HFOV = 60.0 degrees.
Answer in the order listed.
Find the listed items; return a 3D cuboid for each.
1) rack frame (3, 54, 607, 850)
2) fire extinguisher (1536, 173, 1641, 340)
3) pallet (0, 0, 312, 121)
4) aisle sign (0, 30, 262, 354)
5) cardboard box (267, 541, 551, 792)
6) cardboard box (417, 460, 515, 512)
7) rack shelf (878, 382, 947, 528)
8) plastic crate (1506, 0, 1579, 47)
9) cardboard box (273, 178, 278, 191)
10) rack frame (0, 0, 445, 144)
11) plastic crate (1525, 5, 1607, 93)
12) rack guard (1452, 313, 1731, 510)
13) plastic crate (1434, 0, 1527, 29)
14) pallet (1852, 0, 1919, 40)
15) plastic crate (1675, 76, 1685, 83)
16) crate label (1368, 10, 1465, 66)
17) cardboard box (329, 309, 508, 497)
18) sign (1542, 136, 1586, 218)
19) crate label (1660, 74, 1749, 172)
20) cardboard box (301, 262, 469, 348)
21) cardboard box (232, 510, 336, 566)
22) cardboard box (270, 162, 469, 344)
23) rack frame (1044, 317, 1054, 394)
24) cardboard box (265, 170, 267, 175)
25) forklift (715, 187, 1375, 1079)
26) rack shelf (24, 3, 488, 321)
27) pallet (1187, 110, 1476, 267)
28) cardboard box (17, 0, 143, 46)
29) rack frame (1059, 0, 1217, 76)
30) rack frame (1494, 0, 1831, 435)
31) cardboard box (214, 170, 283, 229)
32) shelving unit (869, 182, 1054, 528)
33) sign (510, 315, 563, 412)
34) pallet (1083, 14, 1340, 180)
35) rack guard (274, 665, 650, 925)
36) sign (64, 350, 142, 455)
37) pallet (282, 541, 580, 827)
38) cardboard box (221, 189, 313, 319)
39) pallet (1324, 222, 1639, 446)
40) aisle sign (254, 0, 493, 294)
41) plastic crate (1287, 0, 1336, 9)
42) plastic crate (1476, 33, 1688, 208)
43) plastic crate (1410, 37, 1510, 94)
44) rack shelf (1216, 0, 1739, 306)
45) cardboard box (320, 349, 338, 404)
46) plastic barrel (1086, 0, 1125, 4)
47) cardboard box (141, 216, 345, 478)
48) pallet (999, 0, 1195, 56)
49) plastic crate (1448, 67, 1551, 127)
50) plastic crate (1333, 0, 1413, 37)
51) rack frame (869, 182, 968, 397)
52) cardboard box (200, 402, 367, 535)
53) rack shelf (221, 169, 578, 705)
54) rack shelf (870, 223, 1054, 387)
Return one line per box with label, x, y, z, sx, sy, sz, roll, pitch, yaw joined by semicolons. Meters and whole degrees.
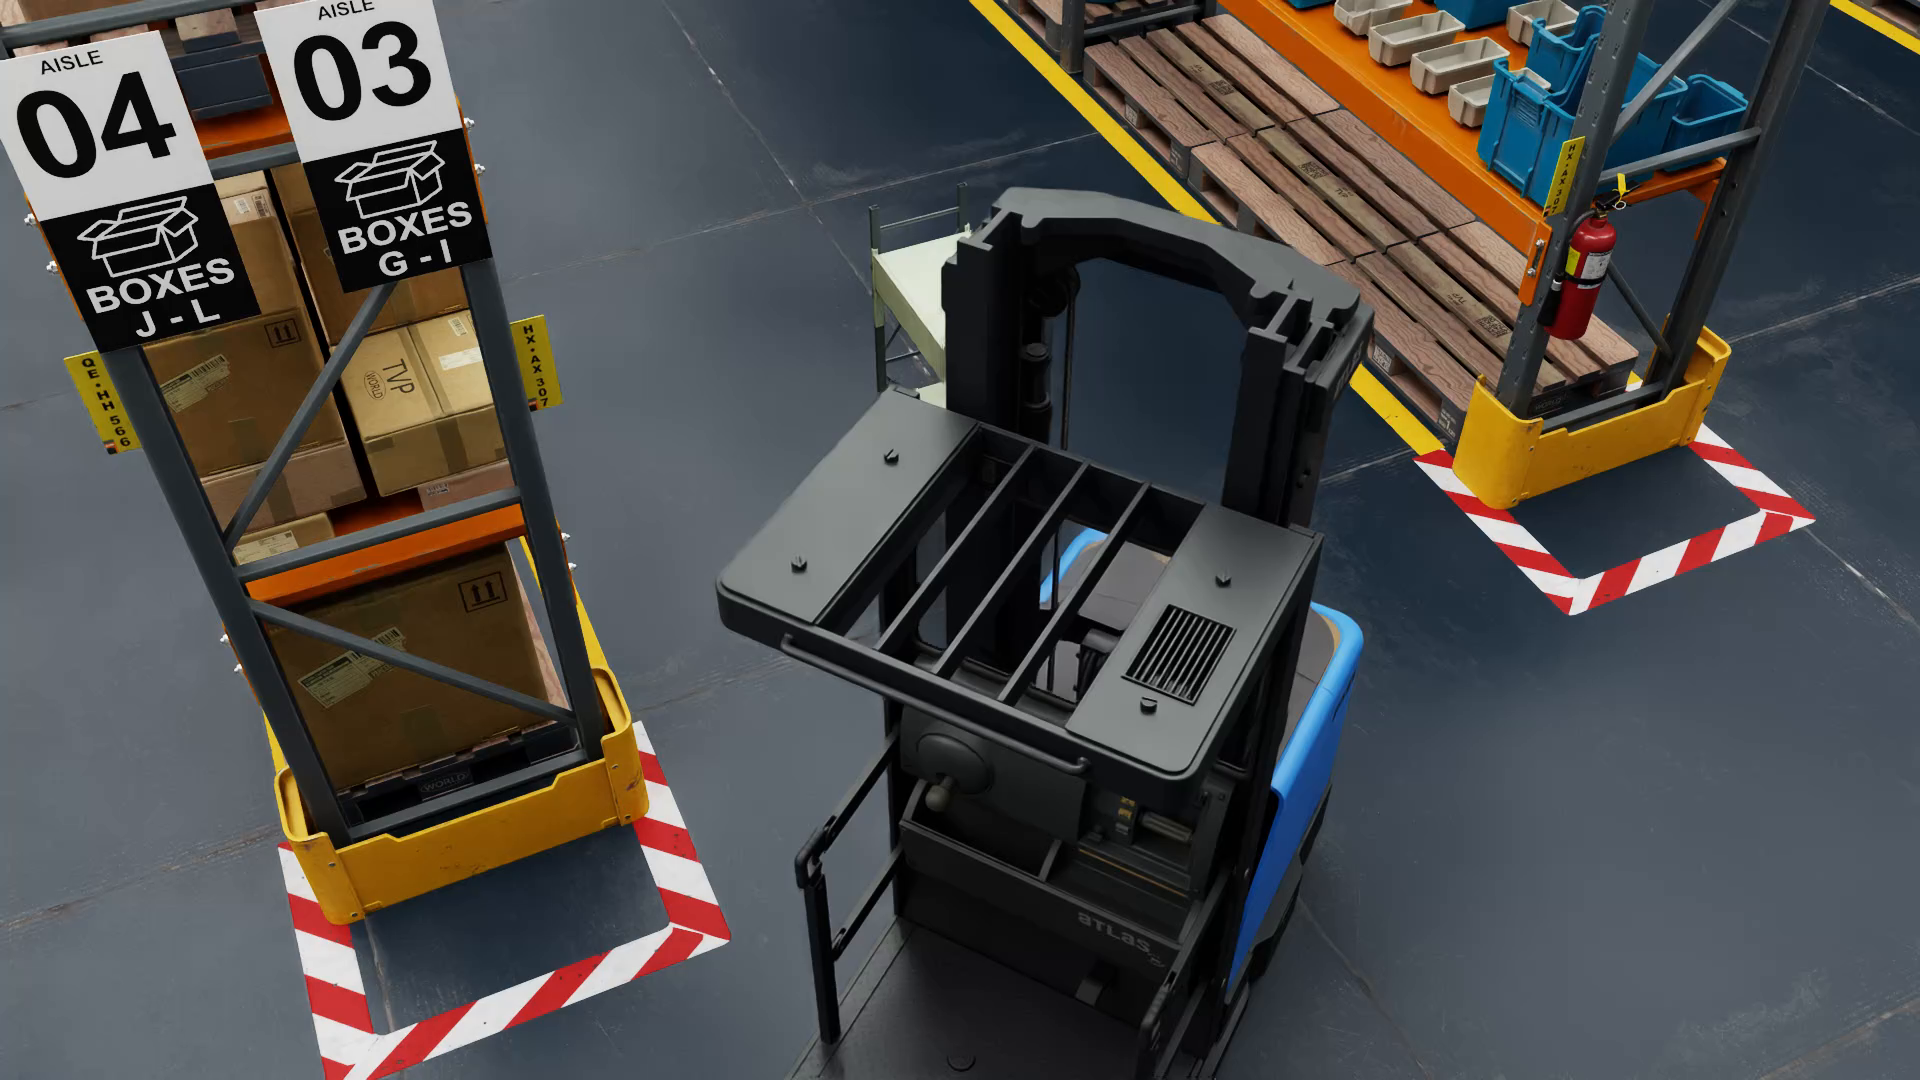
rack frame;-1.734;-0.013;4.997;1.000;3.000;0.127;-18;47;-17
fire extinguisher;2.411;-1.086;6.404;0.296;0.674;0.183;-18;47;-17
pallet;-2.056;-1.519;4.450;1.003;0.211;1.213;-18;47;-17
aisle sign;-1.976;-0.804;3.947;0.394;0.787;0.004;-18;47;-17
cardboard box;-2.076;0.209;5.985;0.875;0.875;0.875;-18;47;-17
cardboard box;-1.584;-0.248;5.413;0.380;0.149;0.250;-18;47;-17
rack shelf;-0.003;-0.306;6.825;0.431;0.370;0.720;-18;47;-17
plastic crate;2.609;-2.319;7.479;0.250;0.136;0.298;-18;47;-17
cardboard box;-2.125;-1.366;5.728;0.500;0.500;0.500;-19;48;-18
rack frame;-1.734;-2.149;2.890;1.000;3.000;0.127;-18;47;-17
plastic crate;2.678;-2.112;7.200;0.416;0.233;0.300;-18;47;-17
rack guard;2.781;-0.575;7.346;1.175;0.500;0.348;-18;47;-17
plastic crate;2.401;-2.532;7.625;0.416;0.233;0.300;-18;47;-17
pallet;6.378;-3.276;10.289;1.003;0.211;1.213;-18;47;-17
plastic crate;2.895;-1.887;7.041;0.250;0.136;0.298;-18;47;-17
crate label;2.004;-2.229;7.387;0.396;0.136;0.243;-18;47;-17
cardboard box;-1.691;-0.452;5.336;0.500;0.250;0.500;-19;48;-18
sign;2.267;-1.361;6.247;0.100;0.325;0.005;-18;47;-17
crate label;2.954;-1.692;6.775;0.416;0.233;0.303;-18;47;-17
cardboard box;-1.916;-0.781;5.670;0.500;0.250;0.500;-19;48;-18
cardboard box;-2.183;-0.054;5.216;0.380;0.149;0.250;-17;47;-17
cardboard box;-1.901;-1.037;5.395;0.500;0.500;0.500;-19;48;-18
rack frame;0.151;-0.305;6.360;0.400;1.500;0.023;-18;47;-17
cardboard box;-3.029;-1.591;6.491;0.500;0.250;0.500;-17;47;-16
forklift;0.165;0.726;4.296;1.130;2.935;3.031;21;48;20
rack shelf;-2.575;-2.100;5.488;1.077;0.370;4.000;-18;47;-17
pallet;1.939;-1.797;8.790;1.003;0.211;1.213;-18;47;-17
cardboard box;-2.002;-1.617;4.045;0.700;0.500;0.500;-21;48;-20
rack frame;1.078;-4.025;9.063;1.000;3.000;0.127;-18;47;-17
rack frame;2.759;-1.476;6.479;1.000;3.000;0.127;-18;47;-17
cardboard box;-2.829;-1.275;6.170;0.500;0.250;0.500;-18;47;-17
shelving unit;-0.003;-0.538;6.596;0.431;1.500;0.755;-18;47;-17
sign;-1.228;-0.510;4.827;0.100;0.325;0.005;-18;47;-17
pallet;1.422;-2.575;9.579;1.003;0.211;1.213;-18;47;-17
rack guard;-1.724;0.892;5.859;1.175;0.500;0.348;-18;47;-17
sign;-2.233;-0.359;4.354;0.100;0.325;0.005;-18;47;-17
pallet;-2.142;0.493;6.469;1.003;0.211;1.213;-18;47;-17
cardboard box;-2.606;-0.944;5.835;0.500;0.250;0.500;-20;48;-19
pallet;2.448;-1.021;8.003;1.003;0.211;1.213;-18;47;-17
aisle sign;-1.432;-0.982;4.127;0.394;0.787;0.004;-18;47;-17
plastic crate;1.663;-2.671;7.767;0.416;0.233;0.300;-18;47;-17
plastic crate;2.449;-1.668;6.606;0.616;0.435;0.499;-18;47;-17
plastic crate;2.144;-2.059;7.215;0.396;0.136;0.243;-18;47;-17
rack shelf;1.919;-2.495;8.024;1.077;0.370;4.000;-18;47;-17
cardboard box;-2.392;-0.620;5.506;0.500;0.250;0.500;-19;48;-18
plastic barrel;0.864;-3.779;10.009;0.600;0.901;0.708;-18;47;-17
cardboard box;-2.178;-0.566;4.918;0.500;0.500;0.500;-17;47;-17
pallet;0.791;-3.537;10.553;1.003;0.211;1.213;-18;47;-17
plastic crate;2.252;-1.870;7.023;0.396;0.136;0.243;-18;47;-17
plastic crate;1.863;-2.412;7.573;0.298;0.136;0.250;-18;47;-17
rack frame;-0.157;-0.771;6.833;0.400;1.500;0.023;-18;47;-17
cardboard box;-2.179;-0.296;5.179;0.500;0.250;0.500;-19;48;-18
rack shelf;-2.575;-1.032;6.541;1.077;0.370;4.000;-18;47;-17
rack shelf;-0.003;-0.816;6.322;0.431;0.370;0.720;-18;47;-17
